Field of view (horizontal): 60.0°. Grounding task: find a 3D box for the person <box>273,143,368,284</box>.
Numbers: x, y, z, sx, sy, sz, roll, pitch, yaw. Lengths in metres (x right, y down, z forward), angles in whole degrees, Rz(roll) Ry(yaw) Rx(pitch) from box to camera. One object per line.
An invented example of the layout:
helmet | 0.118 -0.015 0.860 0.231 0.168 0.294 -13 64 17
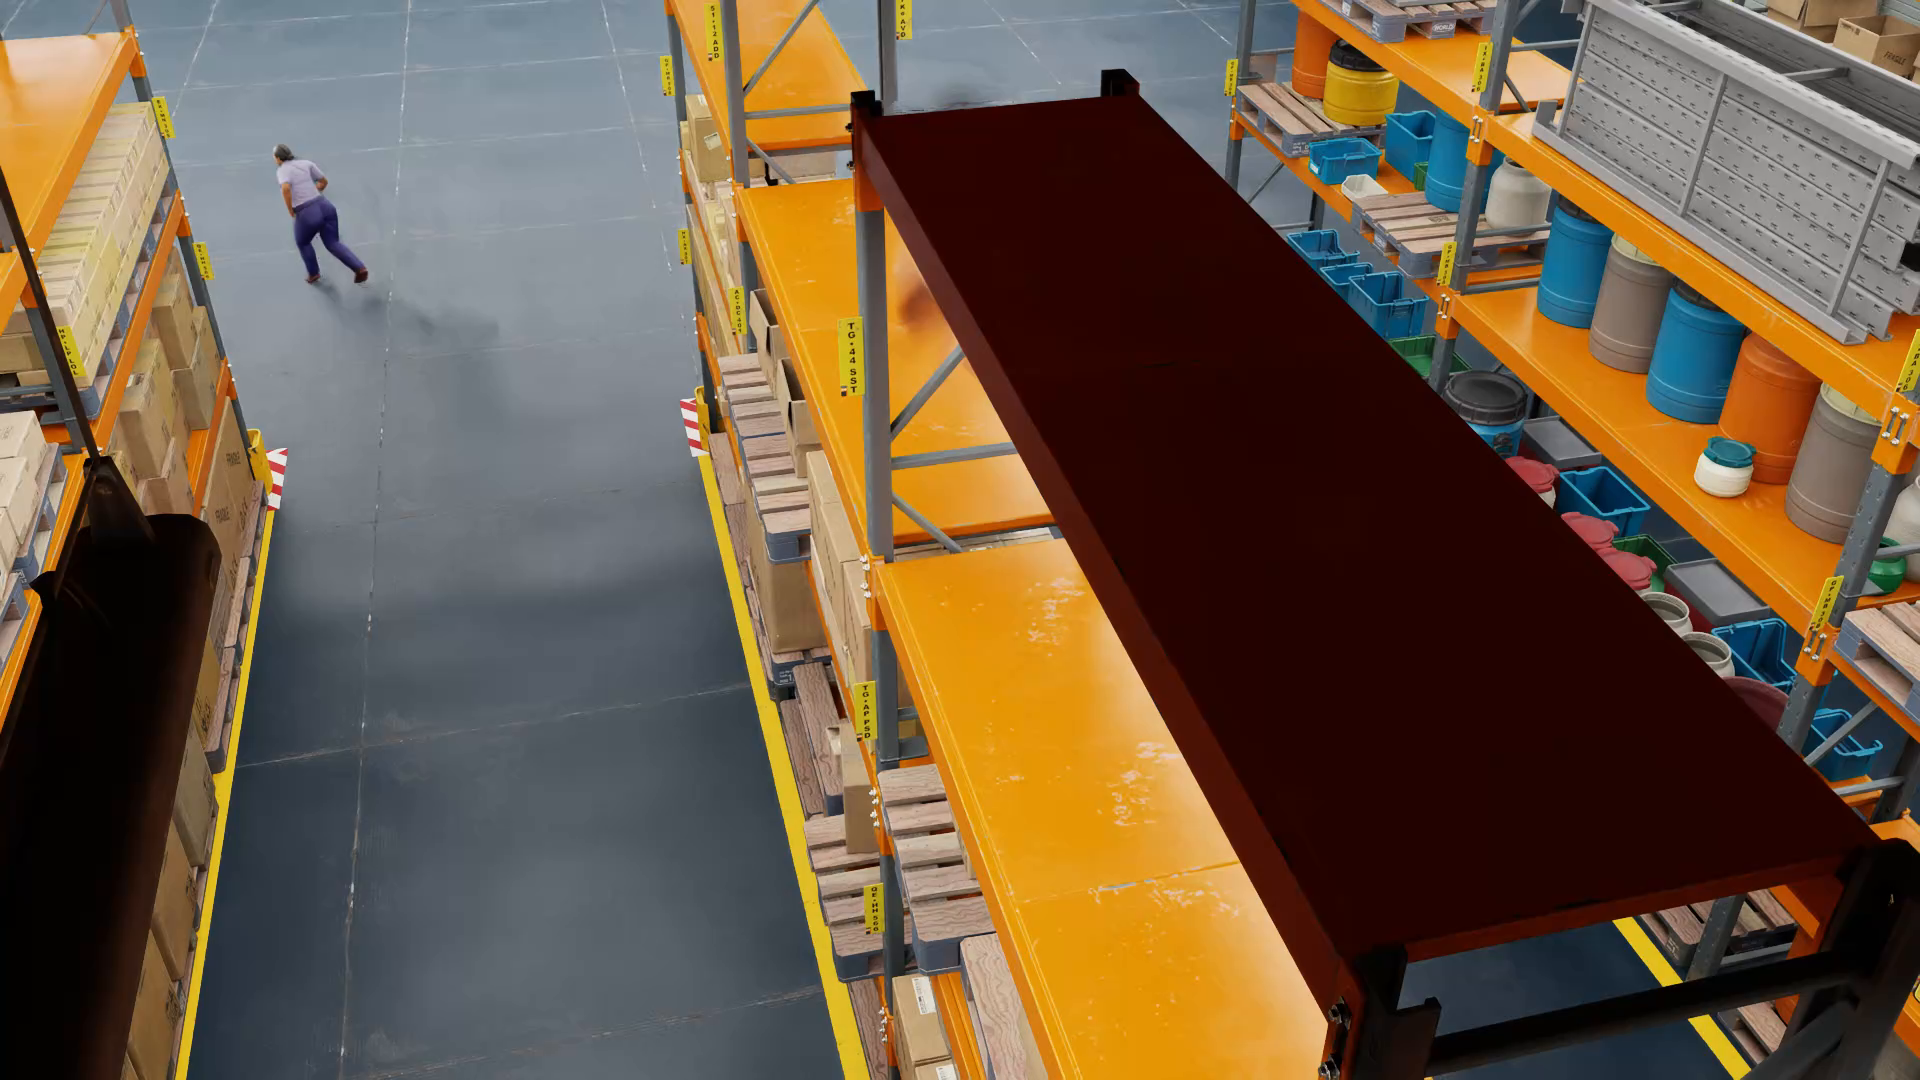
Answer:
person | -6.799 -3.374 17.677 0.973 1.609 0.639 15 37 21
